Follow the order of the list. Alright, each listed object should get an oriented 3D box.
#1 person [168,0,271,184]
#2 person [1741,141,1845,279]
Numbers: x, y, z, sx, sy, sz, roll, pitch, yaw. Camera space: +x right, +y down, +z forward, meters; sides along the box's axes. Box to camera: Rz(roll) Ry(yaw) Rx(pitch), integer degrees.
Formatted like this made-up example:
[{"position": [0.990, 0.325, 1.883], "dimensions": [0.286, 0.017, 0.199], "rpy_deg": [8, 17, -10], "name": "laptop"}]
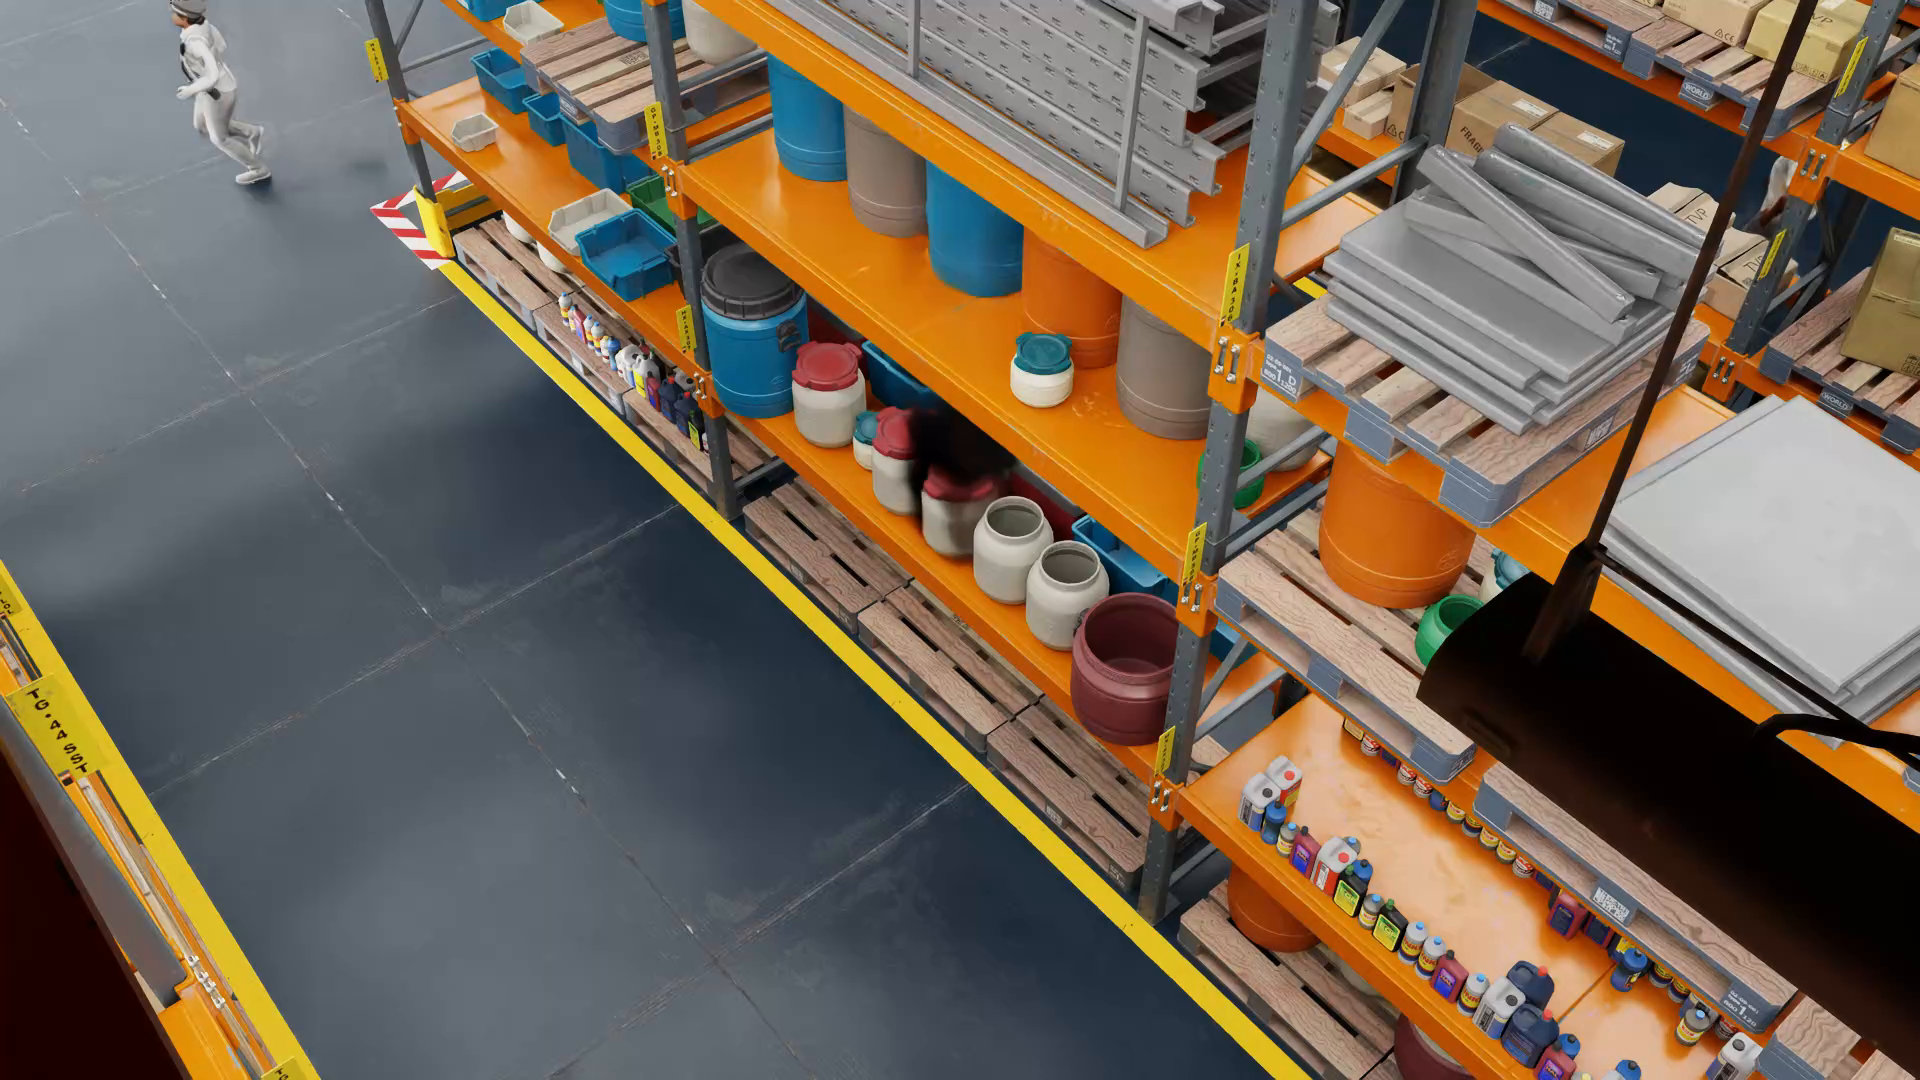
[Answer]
[{"position": [-6.008, -3.613, 13.317], "dimensions": [0.485, 1.622, 0.613], "rpy_deg": [-14, 48, -13], "name": "person"}, {"position": [6.013, -2.377, 12.059], "dimensions": [0.713, 1.728, 0.661], "rpy_deg": [-28, 52, -24], "name": "person"}]
